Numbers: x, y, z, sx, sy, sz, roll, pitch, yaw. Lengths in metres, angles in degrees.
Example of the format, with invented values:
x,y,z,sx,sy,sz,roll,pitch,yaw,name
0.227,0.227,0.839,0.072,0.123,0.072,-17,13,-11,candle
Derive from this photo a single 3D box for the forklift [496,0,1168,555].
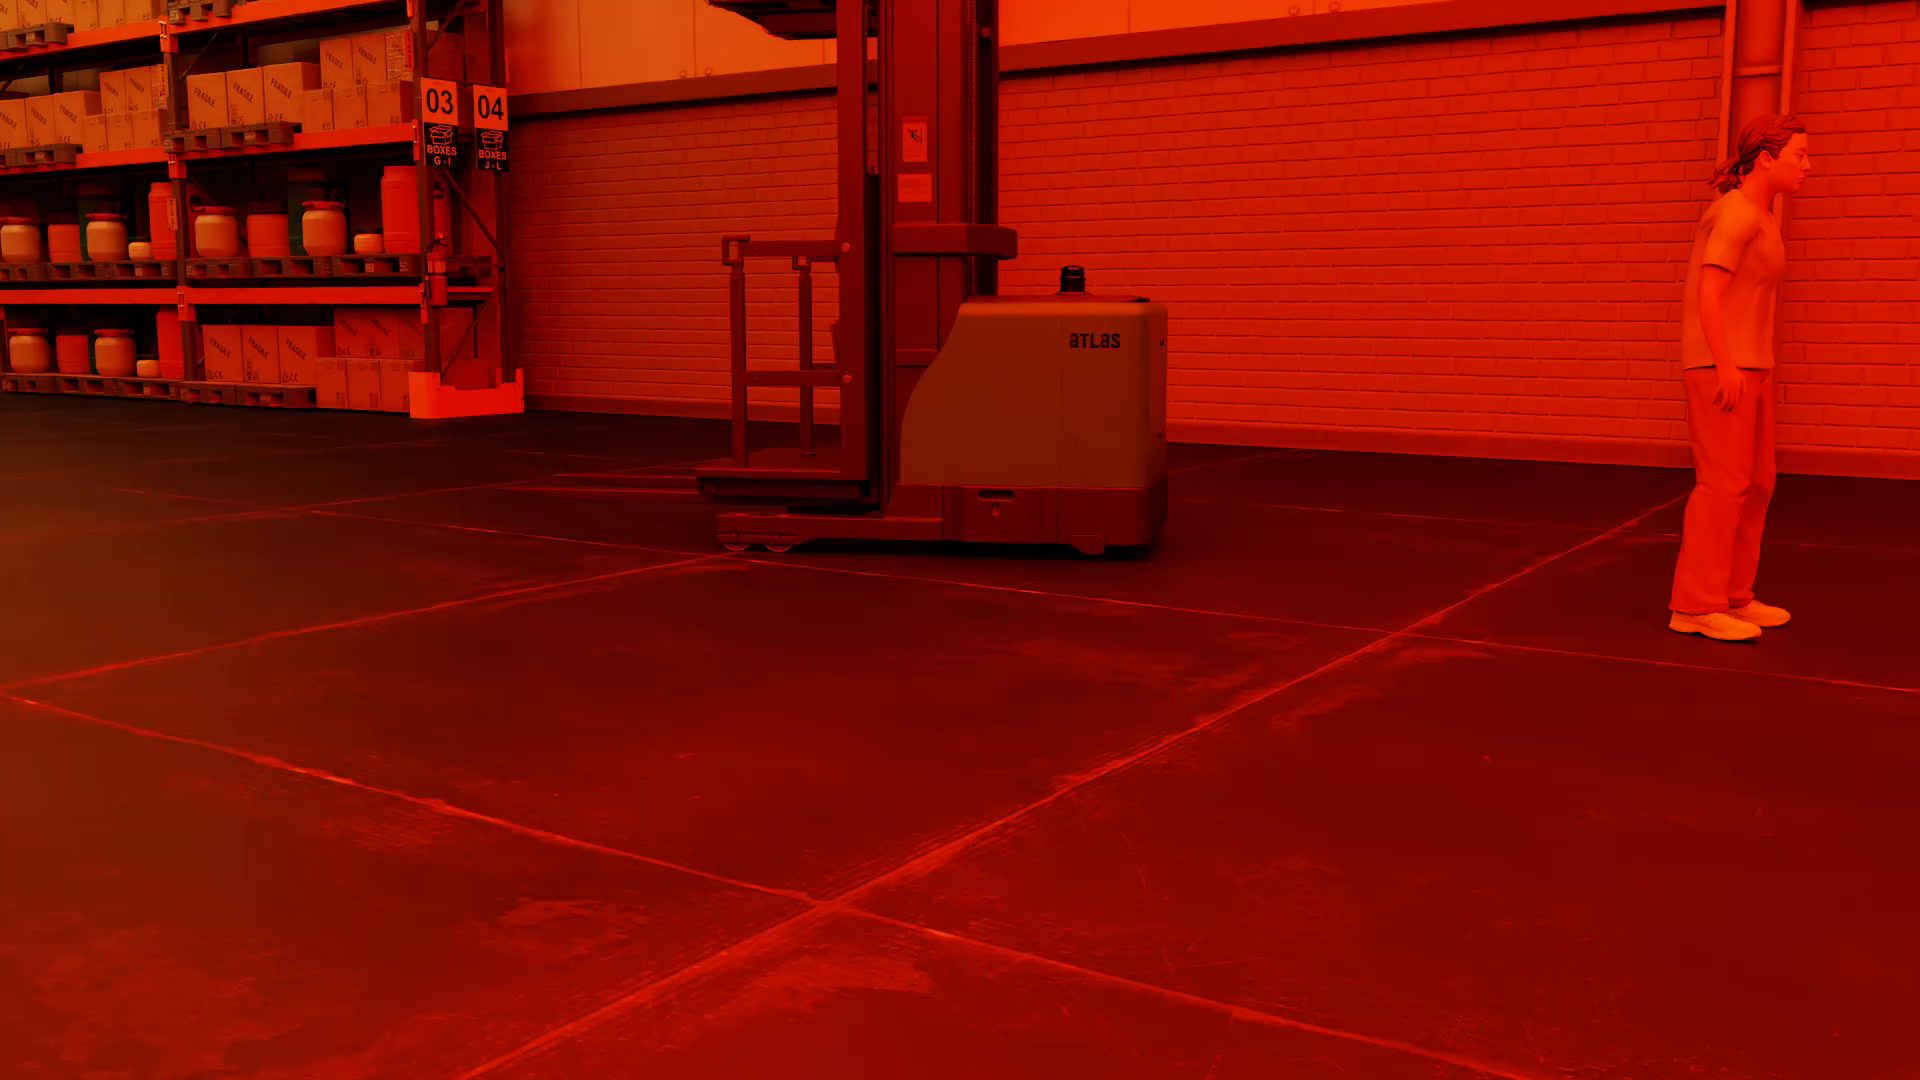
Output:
x,y,z,sx,sy,sz,roll,pitch,yaw,name
-0.596,-1.469,7.520,3.031,2.935,1.130,2,8,12,forklift

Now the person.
x,y,z,sx,sy,sz,roll,pitch,yaw,name
2.549,-0.536,5.435,0.356,1.673,0.519,6,10,38,person
